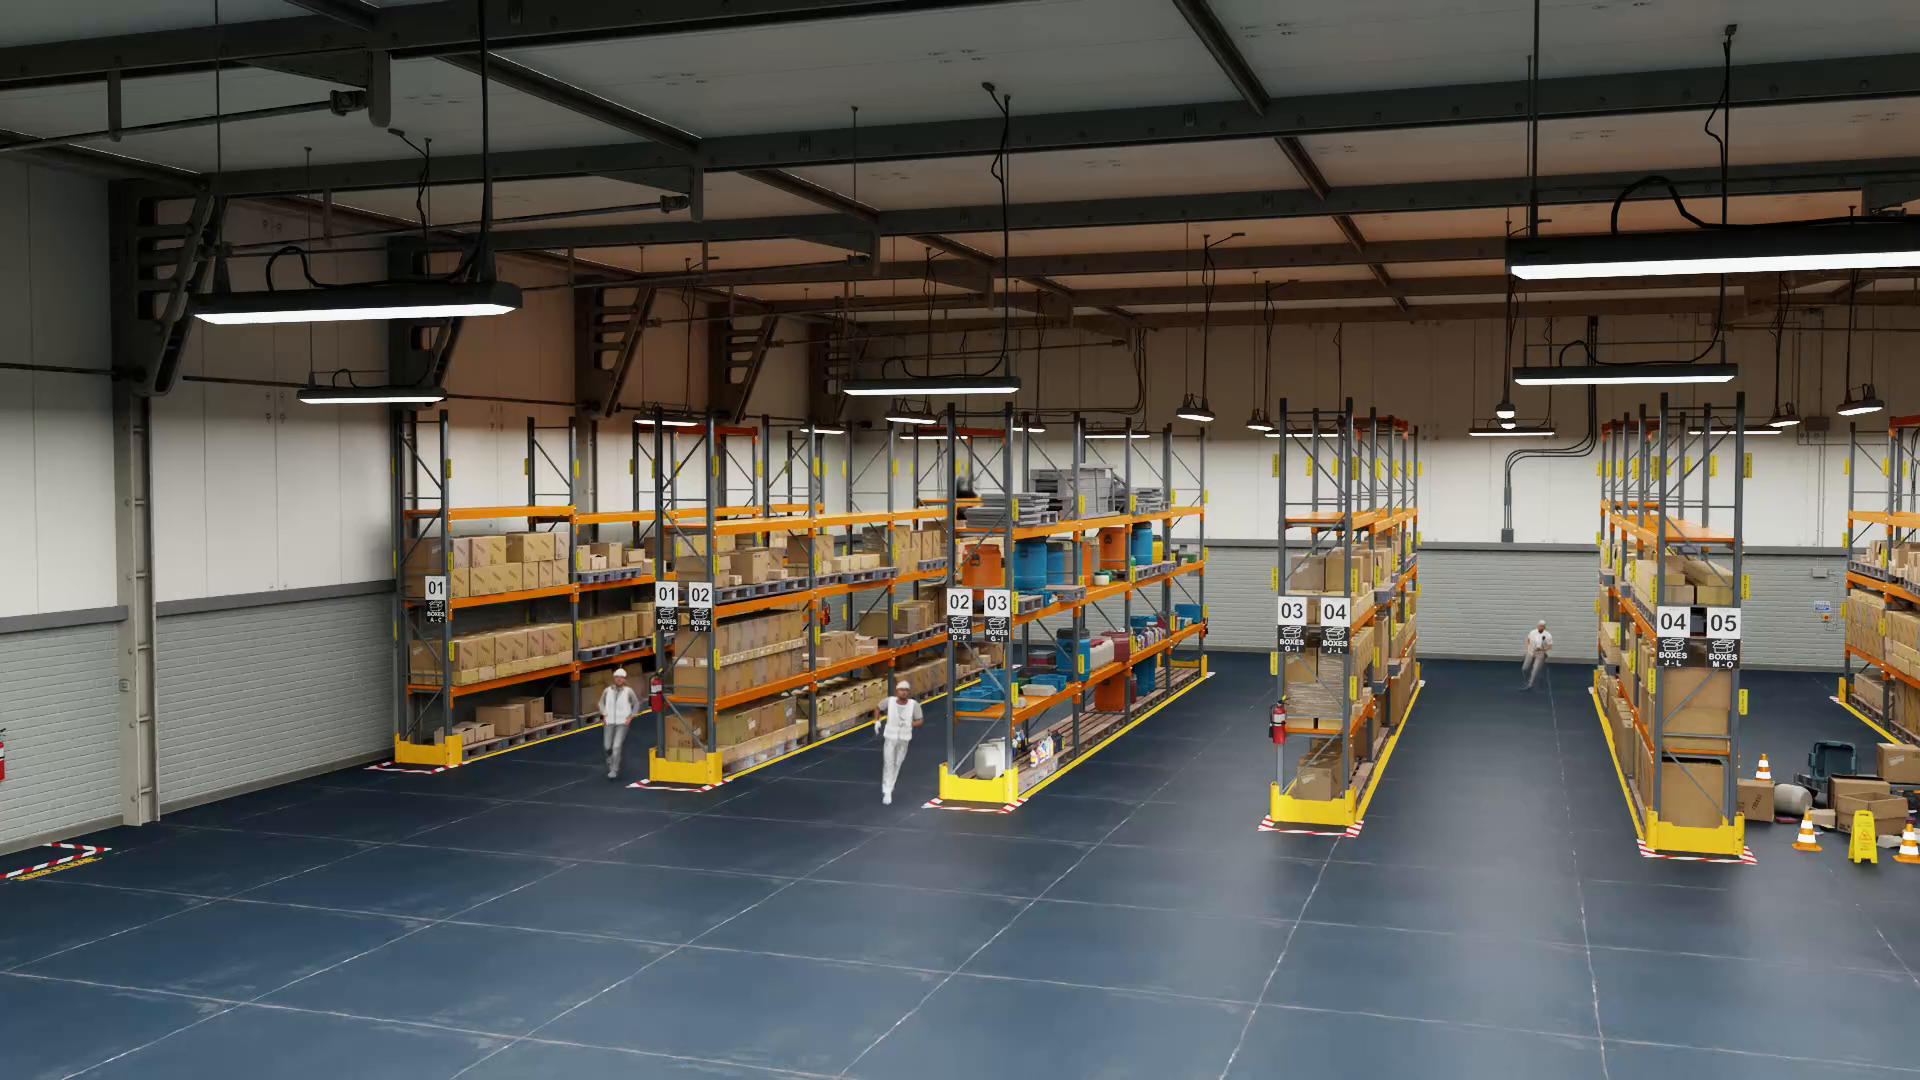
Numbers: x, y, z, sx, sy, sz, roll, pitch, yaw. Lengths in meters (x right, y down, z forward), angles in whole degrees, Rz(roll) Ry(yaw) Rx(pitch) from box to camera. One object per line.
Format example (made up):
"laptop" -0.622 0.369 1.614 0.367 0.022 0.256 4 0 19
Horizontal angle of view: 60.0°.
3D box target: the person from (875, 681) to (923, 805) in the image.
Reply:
"person" -0.930 3.030 25.240 0.716 1.799 0.935 0 2 -10

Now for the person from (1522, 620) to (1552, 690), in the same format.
"person" 12.964 2.604 37.416 0.692 1.597 0.553 2 3 35

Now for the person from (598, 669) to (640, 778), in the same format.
"person" -5.585 2.984 27.242 0.689 1.762 0.685 0 2 -2
